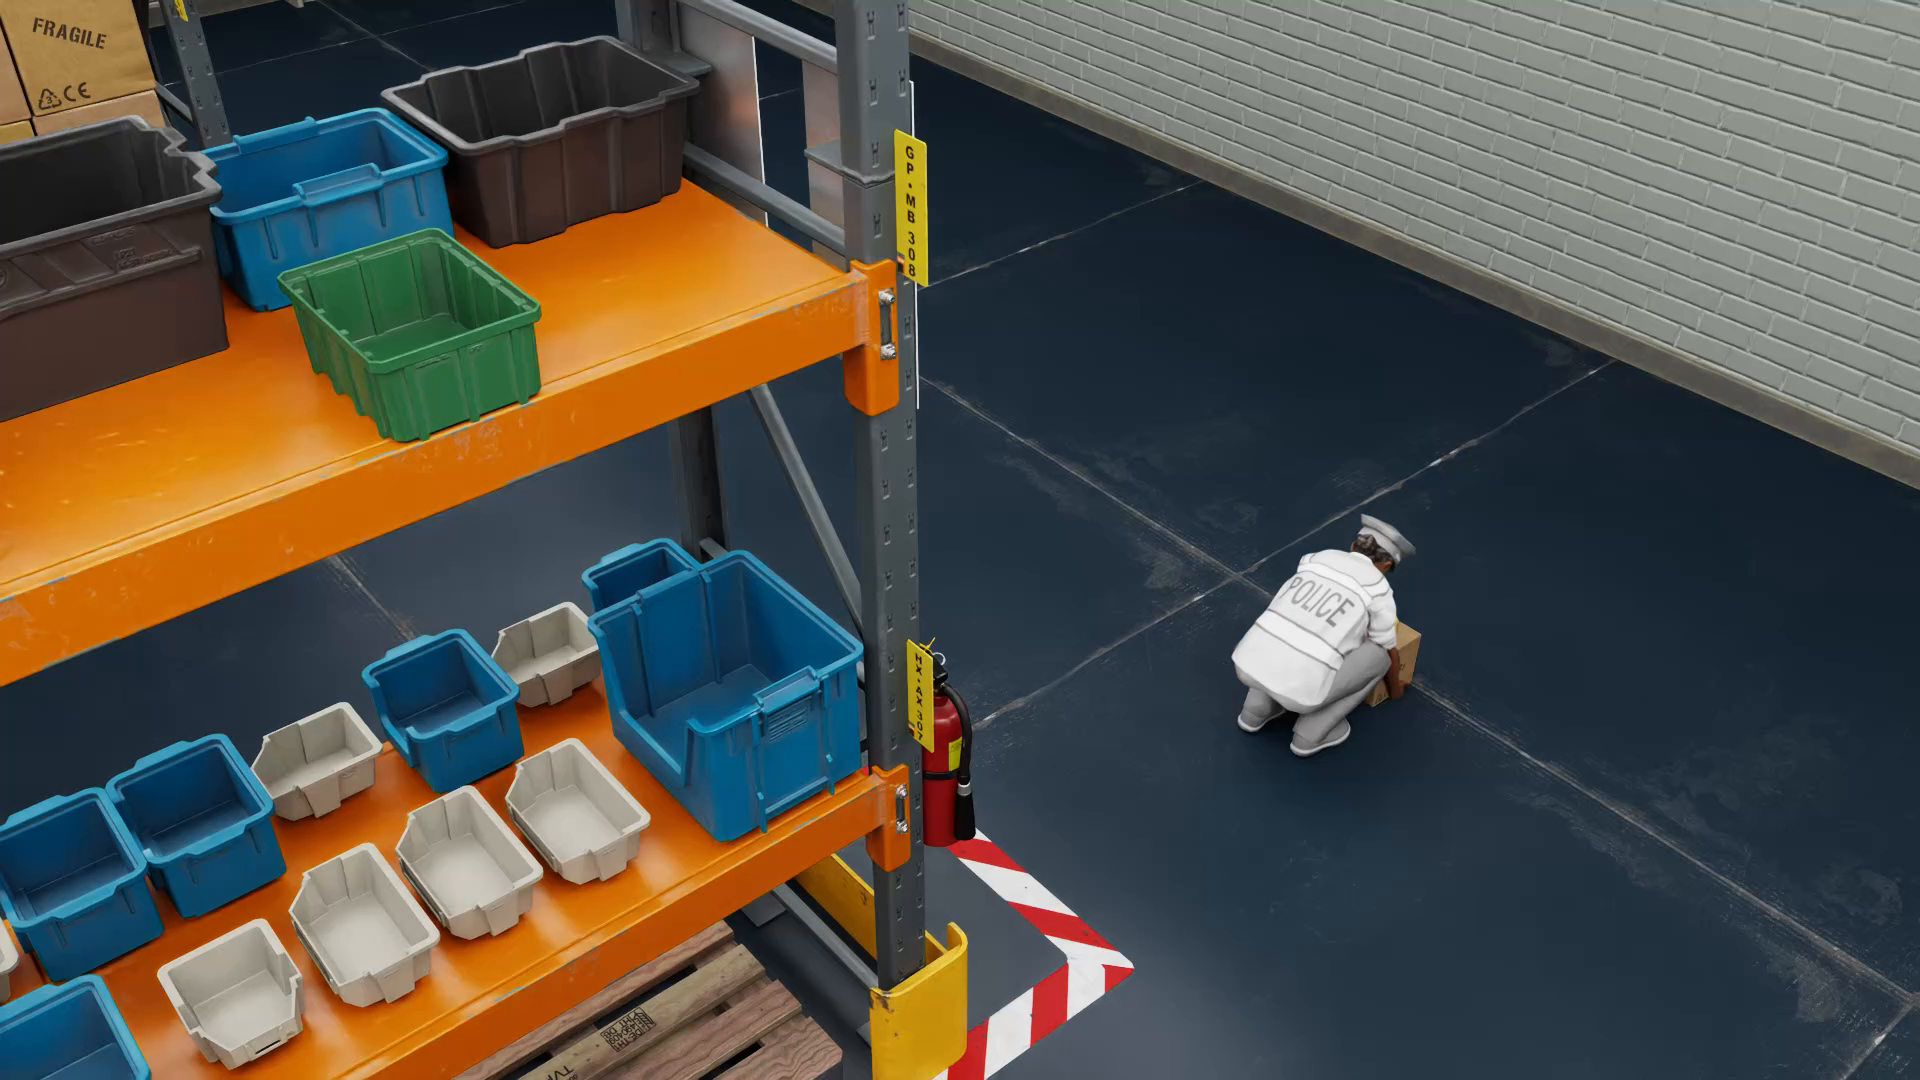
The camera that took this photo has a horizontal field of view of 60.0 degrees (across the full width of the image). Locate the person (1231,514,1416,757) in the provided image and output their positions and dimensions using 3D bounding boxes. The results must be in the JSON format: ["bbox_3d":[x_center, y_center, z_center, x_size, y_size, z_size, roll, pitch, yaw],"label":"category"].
[{"bbox_3d":[1.414,0.401,6.415,0.896,0.848,0.467,-27,44,-32],"label":"person"}]
